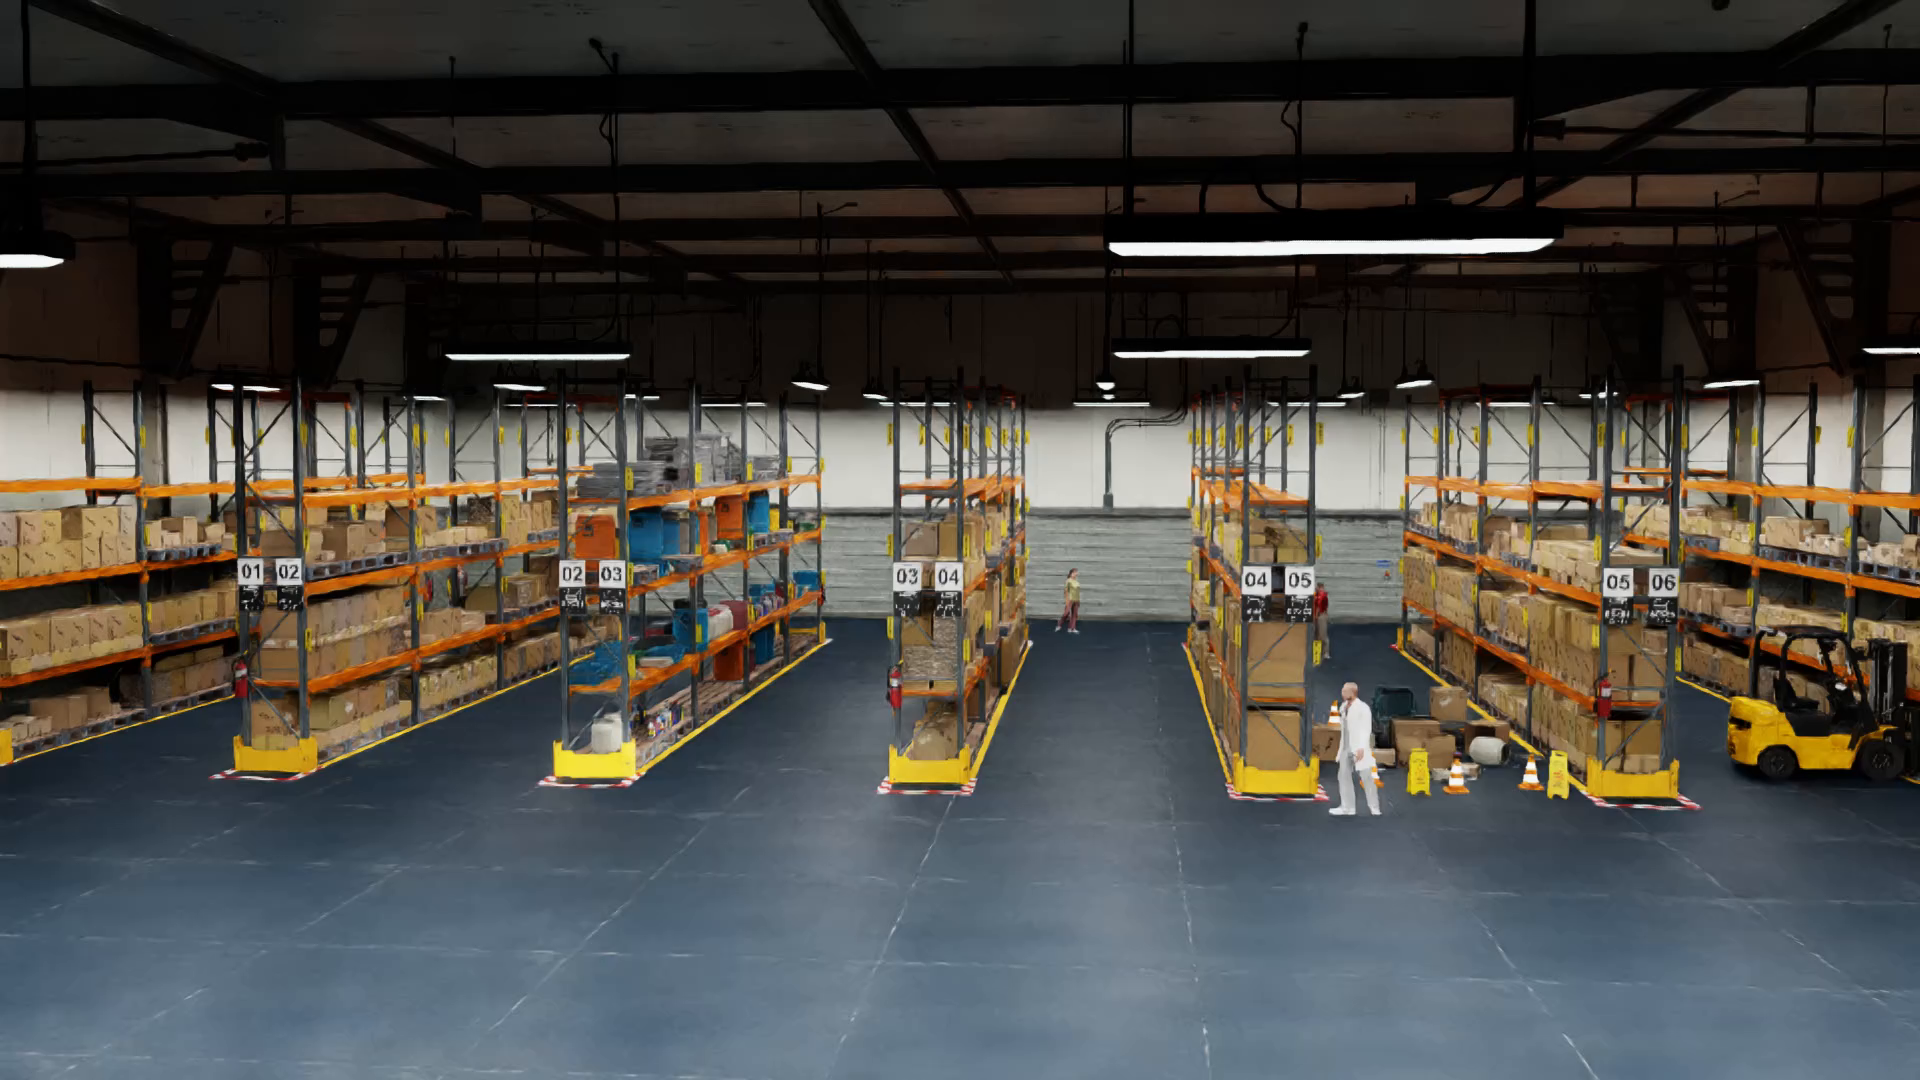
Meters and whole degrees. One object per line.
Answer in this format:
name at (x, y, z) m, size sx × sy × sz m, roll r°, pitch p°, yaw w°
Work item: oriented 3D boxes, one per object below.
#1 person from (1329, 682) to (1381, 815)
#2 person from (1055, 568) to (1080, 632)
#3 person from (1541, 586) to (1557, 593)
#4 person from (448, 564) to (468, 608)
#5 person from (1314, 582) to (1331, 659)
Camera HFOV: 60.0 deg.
person at (5.251, 2.755, 22.000) m, size 0.676 × 1.771 × 0.617 m, roll -2°, pitch 4°, yaw -30°
person at (2.743, 1.533, 42.494) m, size 0.642 × 1.664 × 0.485 m, roll -3°, pitch 4°, yaw -37°
person at (15.082, 1.586, 42.627) m, size 0.418 × 1.501 × 1.043 m, roll 1°, pitch 4°, yaw 8°
person at (-12.925, 1.428, 43.045) m, size 0.782 × 1.770 × 0.614 m, roll -3°, pitch 5°, yaw -44°
person at (8.109, 1.797, 37.559) m, size 0.598 × 1.711 × 0.674 m, roll 2°, pitch 4°, yaw 24°
